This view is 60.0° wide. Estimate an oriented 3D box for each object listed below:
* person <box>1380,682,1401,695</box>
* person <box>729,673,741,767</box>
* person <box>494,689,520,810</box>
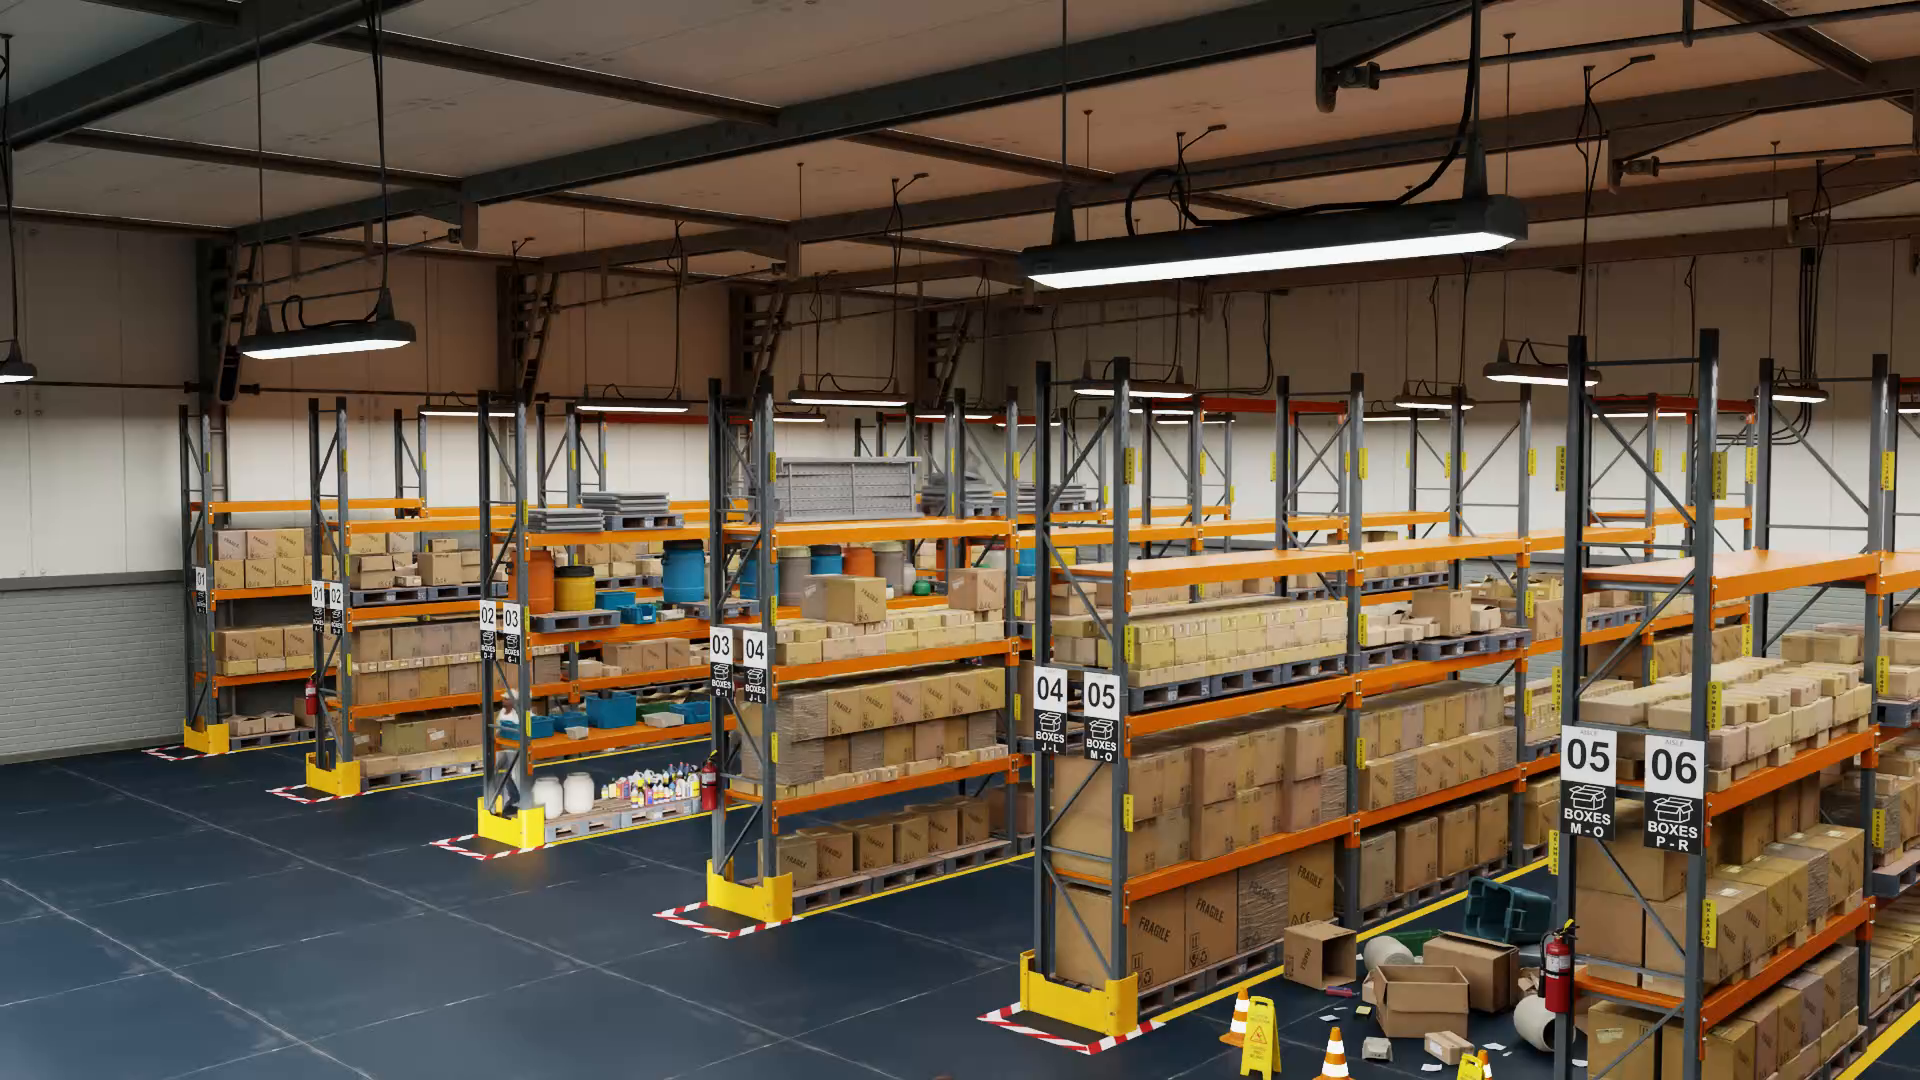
[{"bbox_3d":[6.688,2.952,25.510,0.621,1.751,0.937,2,4,36],"label":"person"},{"bbox_3d":[-3.715,2.862,27.446,0.608,1.665,0.880,2,3,30],"label":"person"},{"bbox_3d":[-6.490,3.029,23.922,0.685,1.791,0.706,2,4,35],"label":"person"}]
